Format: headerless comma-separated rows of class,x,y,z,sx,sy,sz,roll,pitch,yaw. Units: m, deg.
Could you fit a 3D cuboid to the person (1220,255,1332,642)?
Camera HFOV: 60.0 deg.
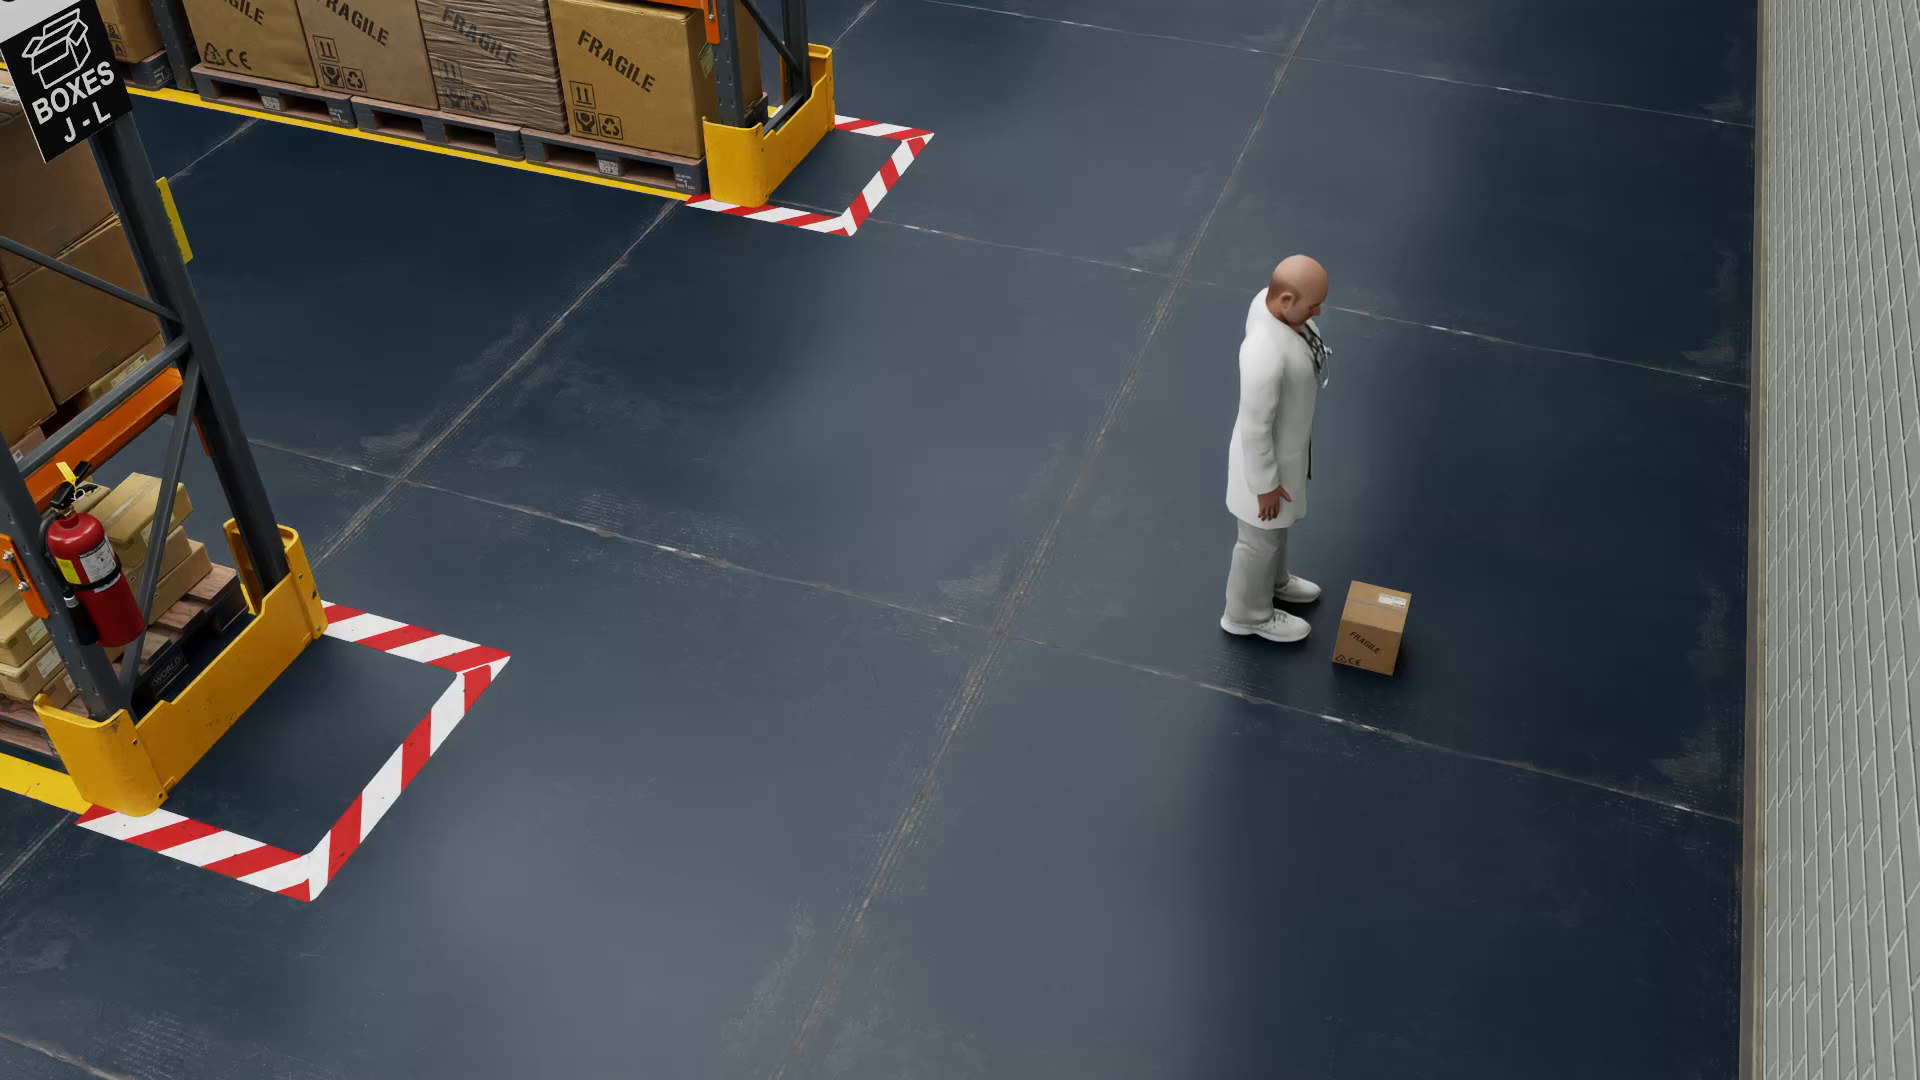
person,1.287,-0.335,6.524,0.465,1.778,0.595,10,42,11
